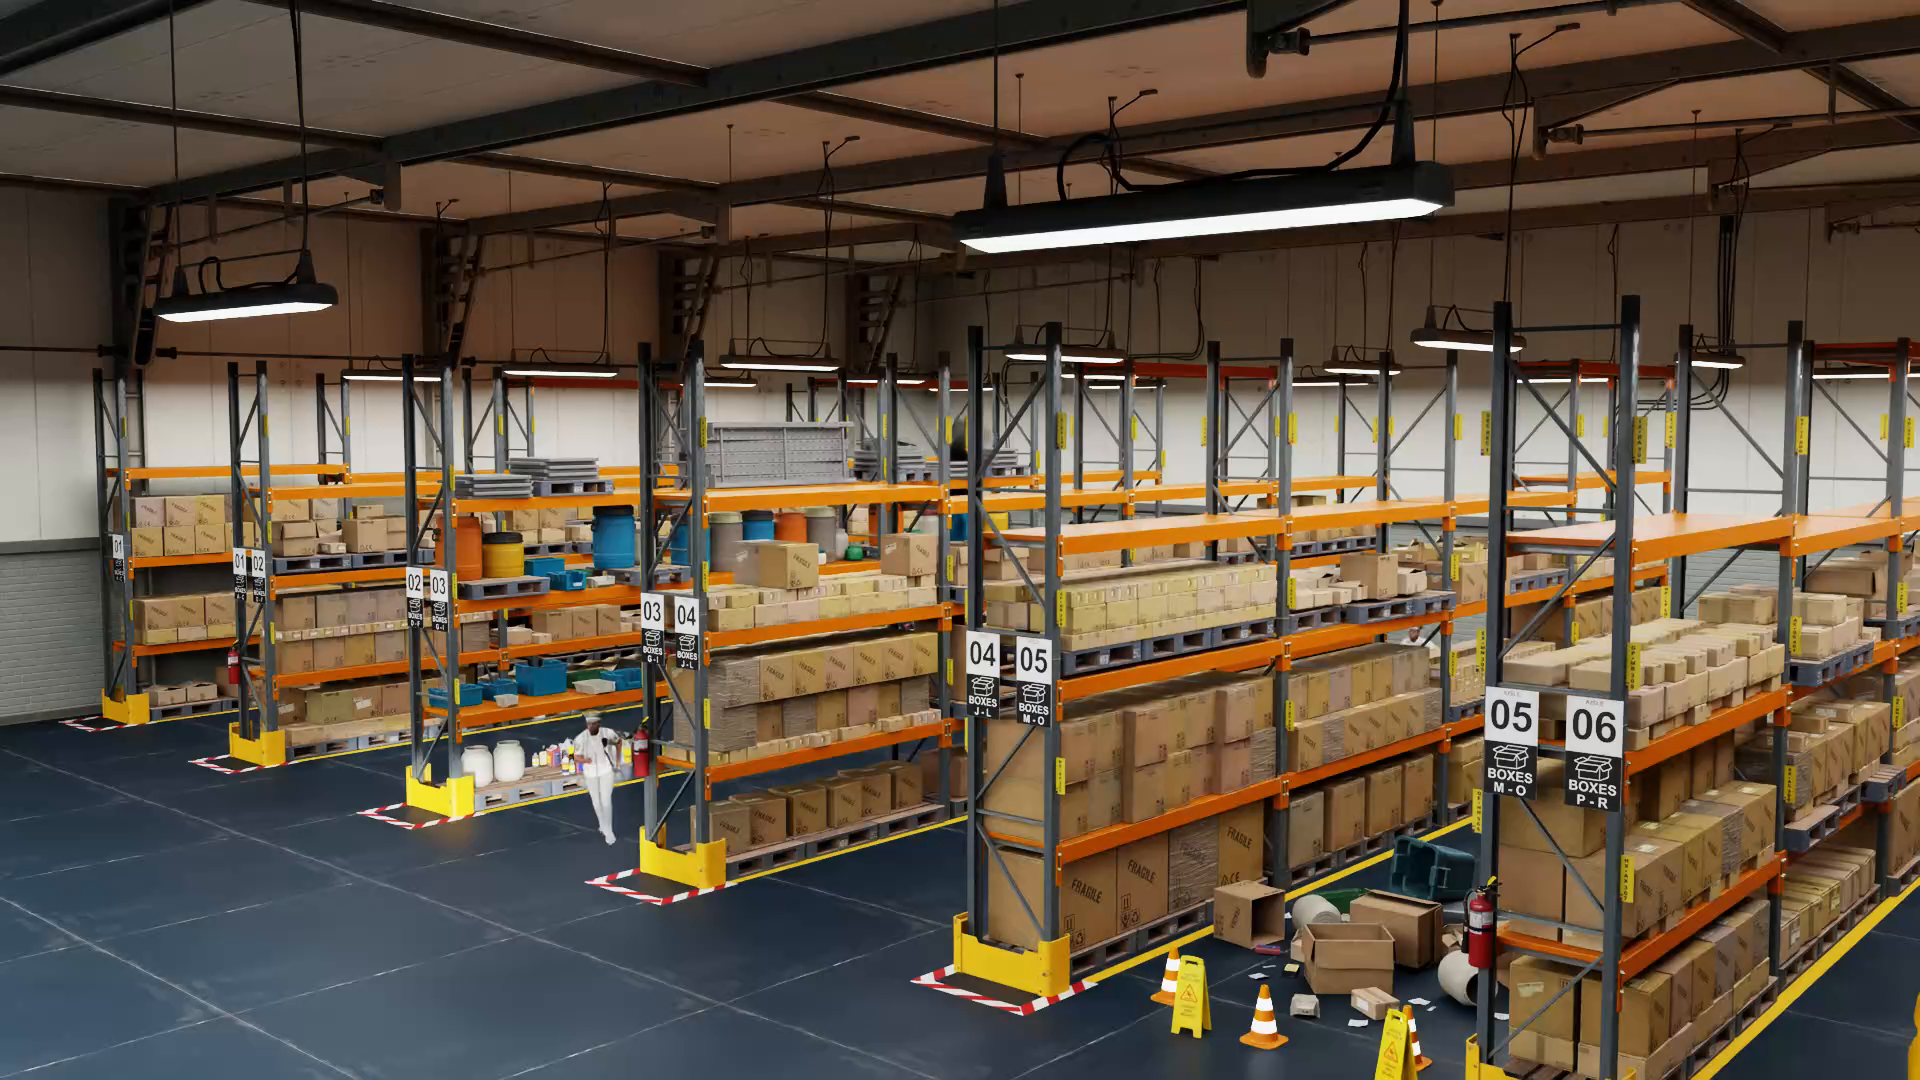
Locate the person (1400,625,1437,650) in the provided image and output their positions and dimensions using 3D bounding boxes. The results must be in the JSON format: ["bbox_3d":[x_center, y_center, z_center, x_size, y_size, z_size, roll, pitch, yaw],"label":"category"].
[{"bbox_3d":[7.532,2.271,27.527,0.646,1.833,0.852,3,5,40],"label":"person"}]

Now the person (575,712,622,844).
[{"bbox_3d":[-4.403,2.860,20.293,0.507,1.635,0.912,0,4,1],"label":"person"}]
